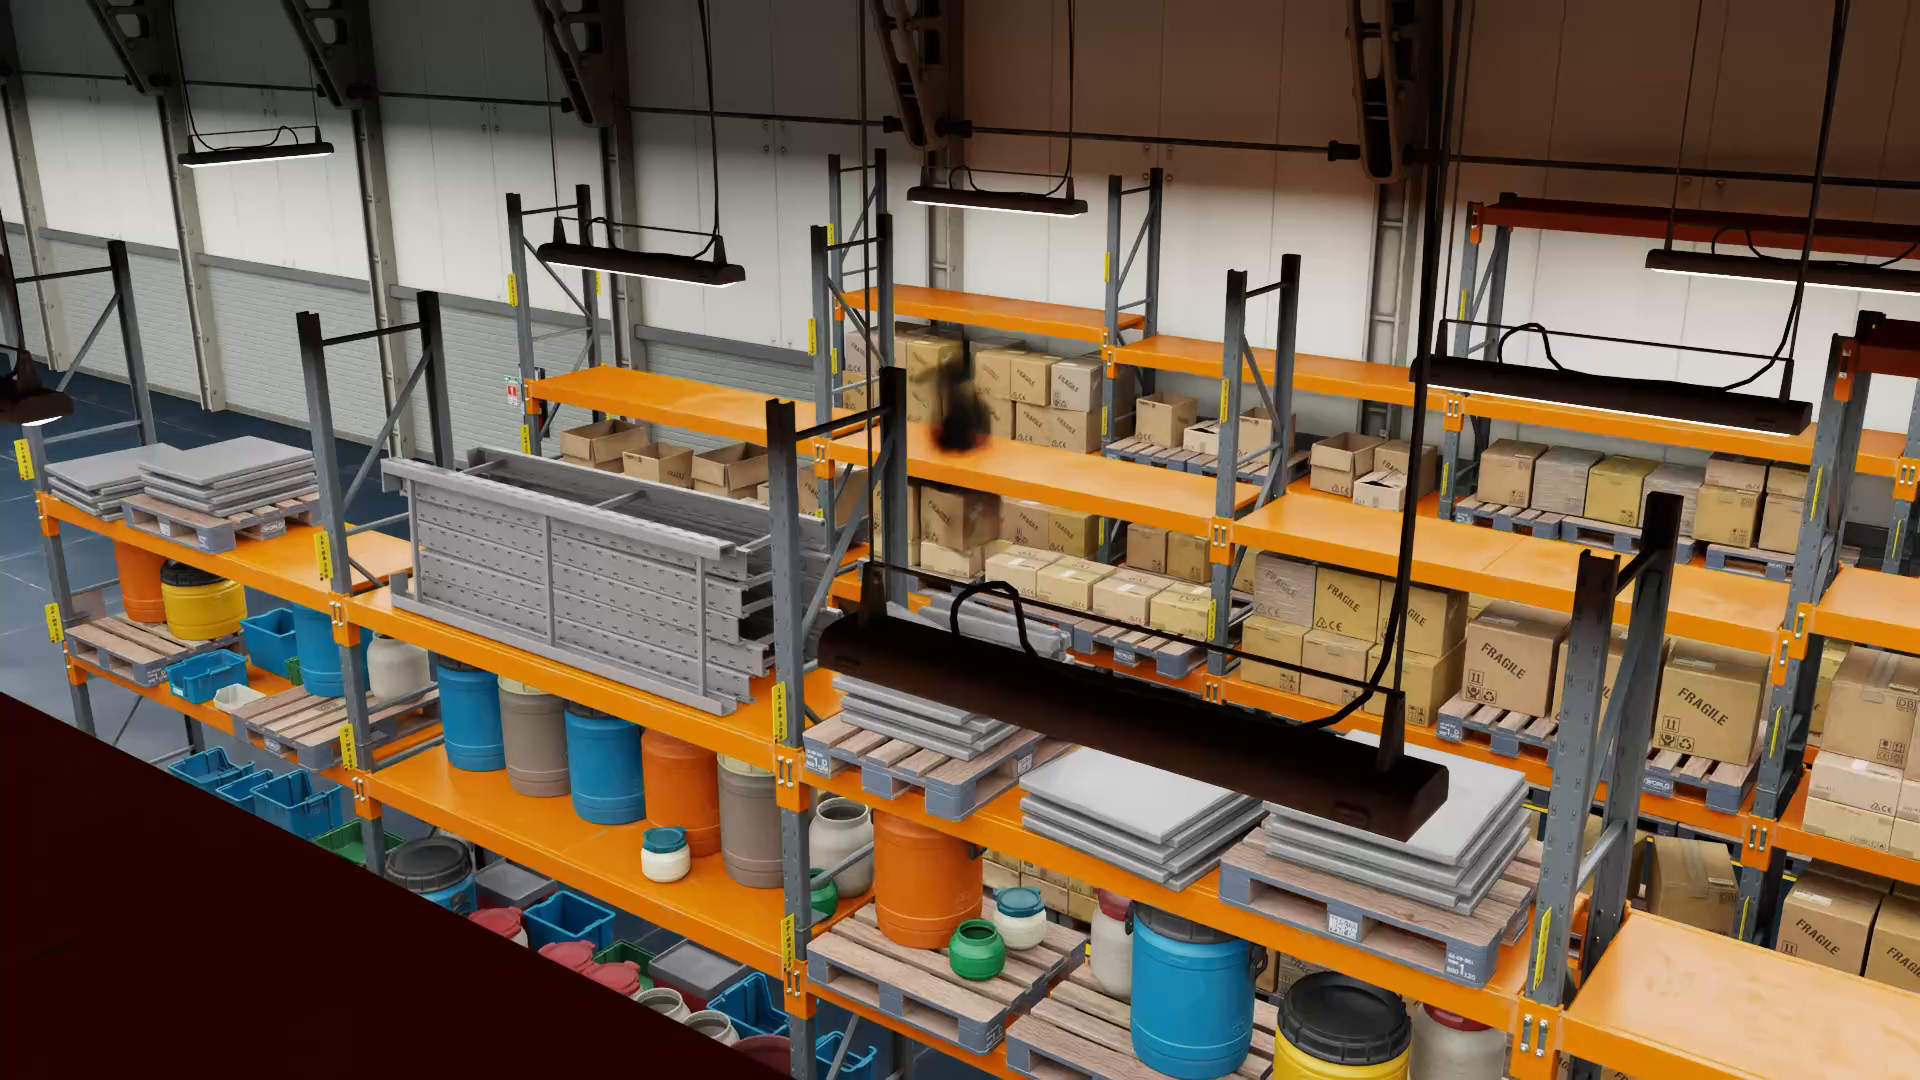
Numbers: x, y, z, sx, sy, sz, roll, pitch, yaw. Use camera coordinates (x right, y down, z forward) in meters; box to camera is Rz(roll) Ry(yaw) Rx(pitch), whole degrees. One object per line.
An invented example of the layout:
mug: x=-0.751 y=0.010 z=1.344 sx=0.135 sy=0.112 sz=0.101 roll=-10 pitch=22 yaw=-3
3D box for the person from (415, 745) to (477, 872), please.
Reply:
person: x=-4.423 y=2.655 z=14.796 sx=0.587 sy=1.508 sz=1.015 roll=-18 pitch=25 yaw=-42
